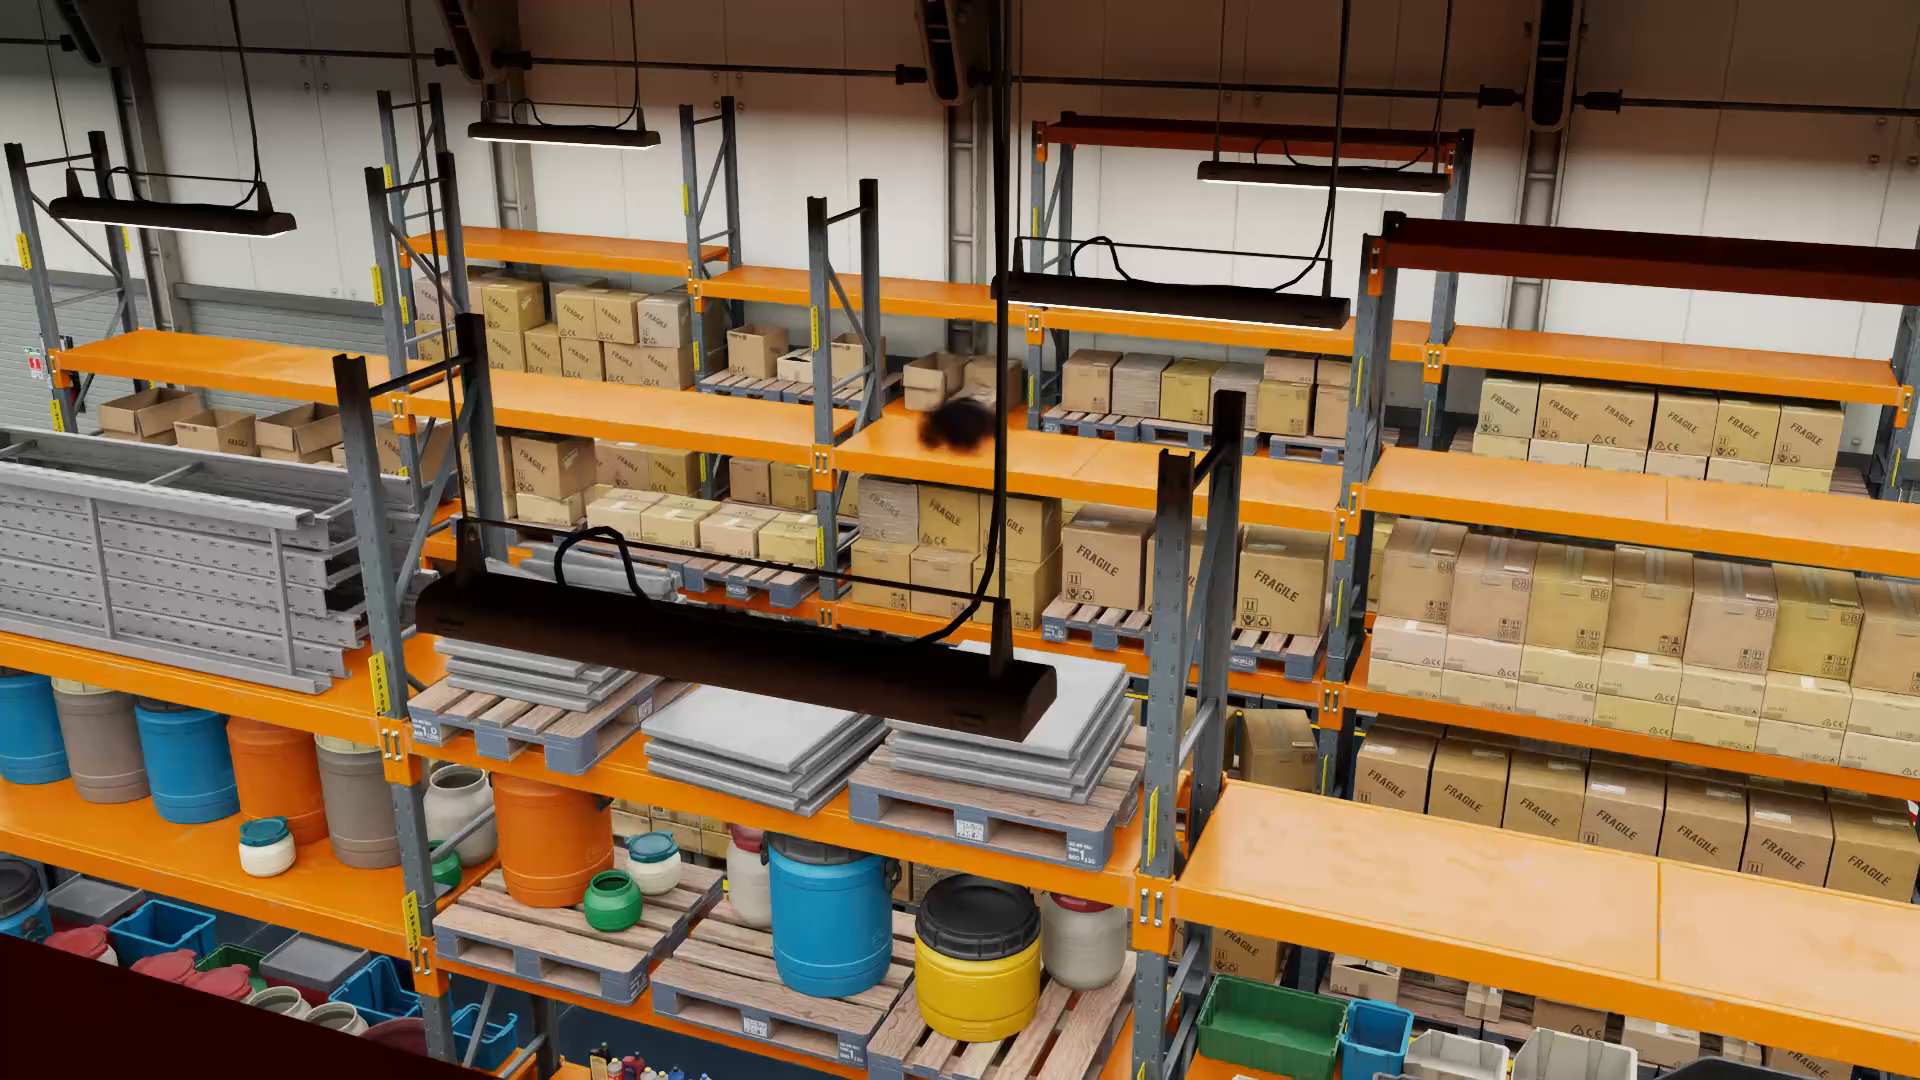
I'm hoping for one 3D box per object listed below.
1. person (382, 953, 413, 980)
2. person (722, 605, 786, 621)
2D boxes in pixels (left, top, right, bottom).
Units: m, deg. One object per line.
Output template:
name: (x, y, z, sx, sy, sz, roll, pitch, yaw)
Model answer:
person: (-4.725, 2.752, 13.049, 1.027, 1.483, 0.623, 13, 24, 30)
person: (-1.992, 0.979, 17.393, 0.973, 1.753, 0.653, 1, 21, 2)
